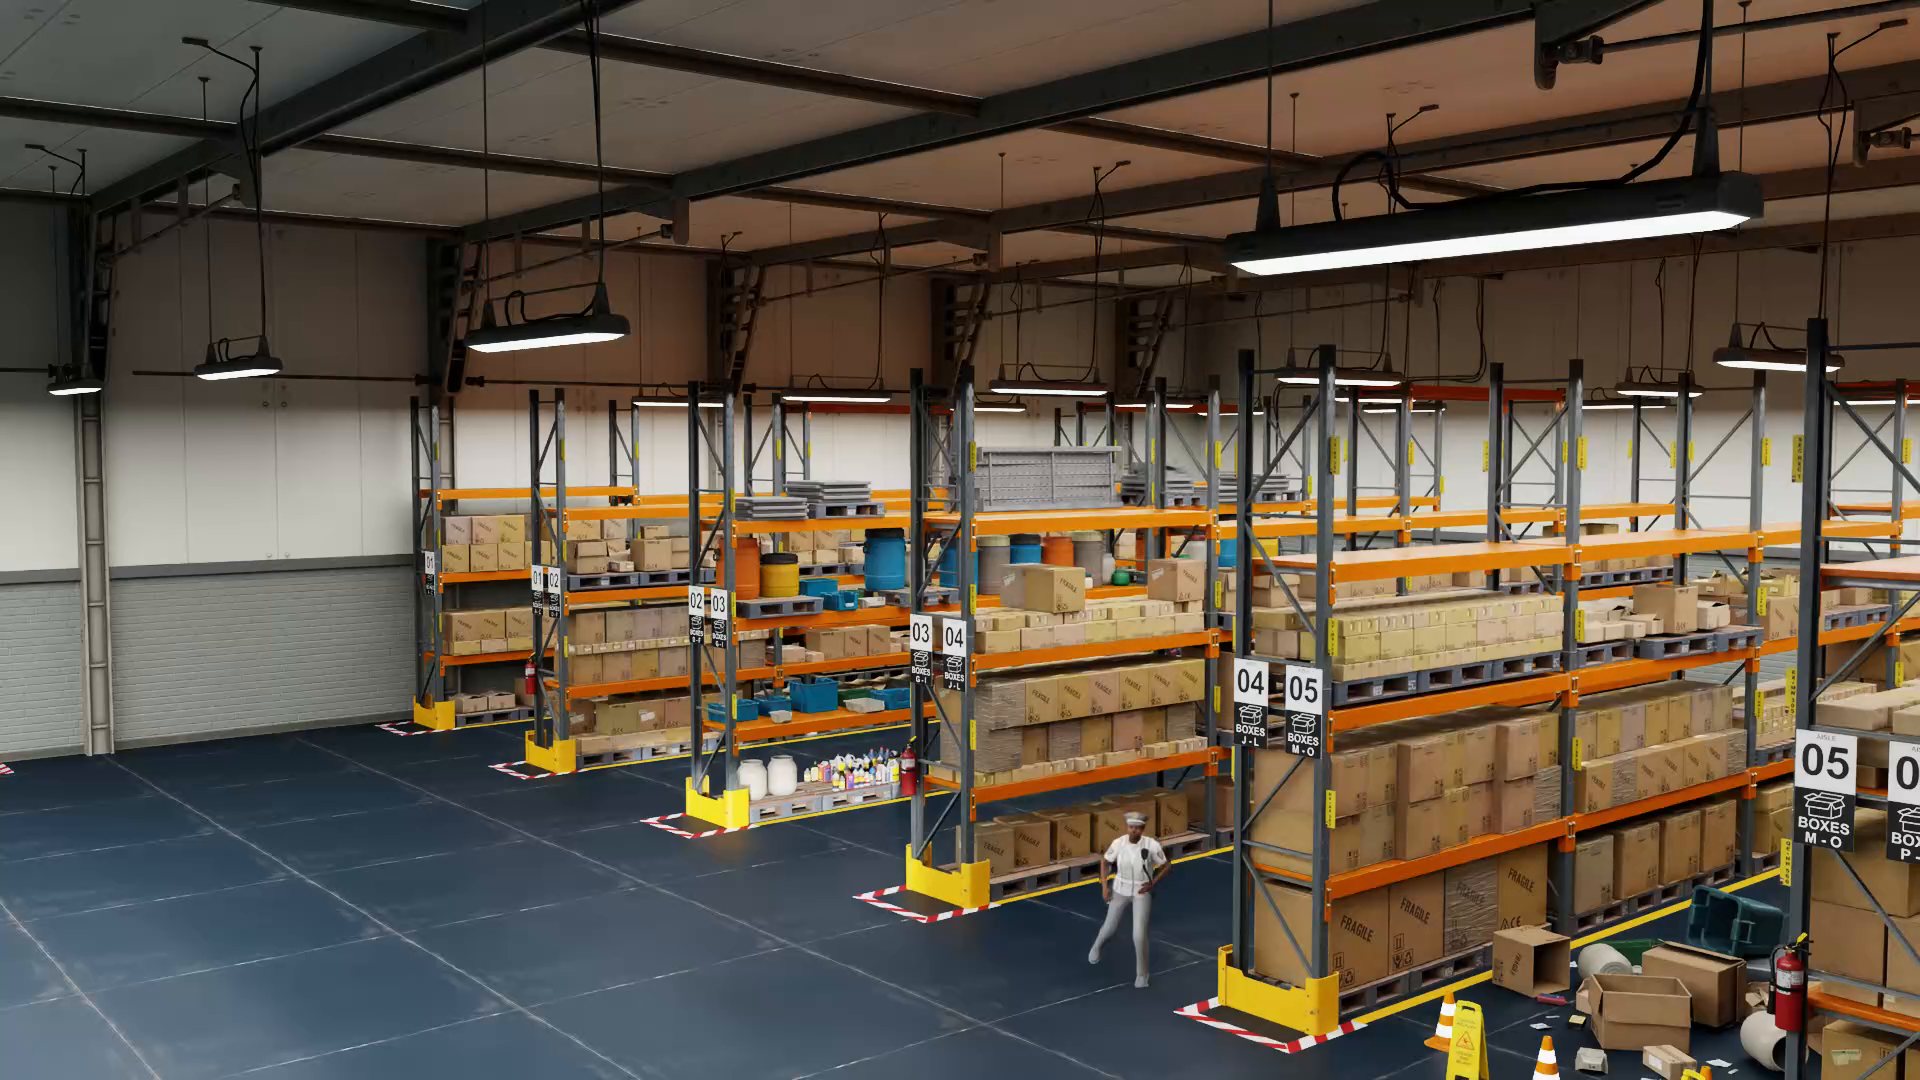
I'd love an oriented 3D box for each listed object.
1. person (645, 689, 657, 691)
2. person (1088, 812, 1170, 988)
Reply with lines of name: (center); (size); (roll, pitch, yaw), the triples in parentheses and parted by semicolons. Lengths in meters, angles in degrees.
person: (-5.514, 2.606, 29.608); (0.537, 1.572, 0.881); (2, 4, 34)
person: (1.621, 3.423, 16.019); (0.792, 1.696, 0.624); (1, 3, 9)
